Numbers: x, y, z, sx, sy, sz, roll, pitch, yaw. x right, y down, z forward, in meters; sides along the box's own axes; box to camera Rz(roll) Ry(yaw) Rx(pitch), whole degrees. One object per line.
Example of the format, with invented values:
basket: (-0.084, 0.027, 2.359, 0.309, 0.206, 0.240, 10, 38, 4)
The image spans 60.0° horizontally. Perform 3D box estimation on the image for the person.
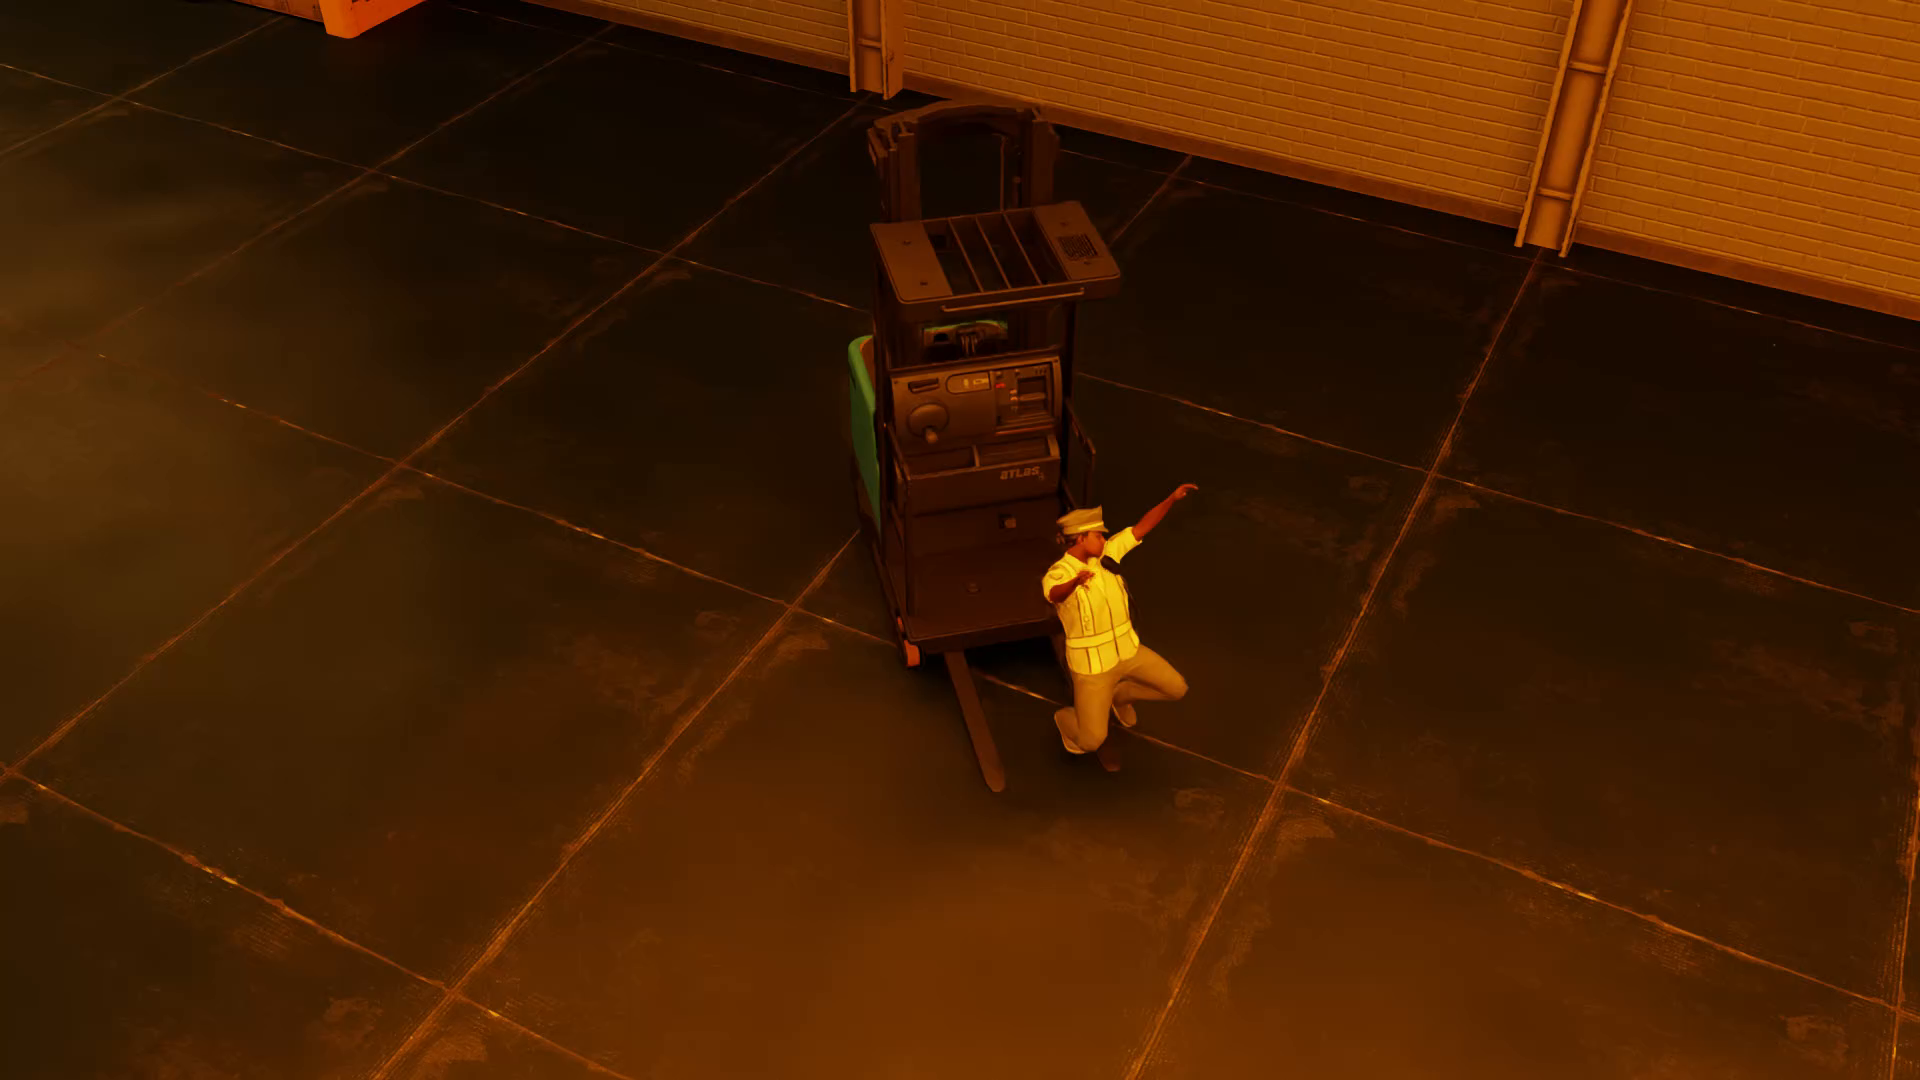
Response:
person: (0.751, 0.438, 8.470, 0.879, 1.569, 0.761, -26, 47, -28)

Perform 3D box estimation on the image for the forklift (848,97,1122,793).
forklift: (0.146, -0.674, 8.787, 1.130, 2.935, 3.031, -9, 41, -10)
